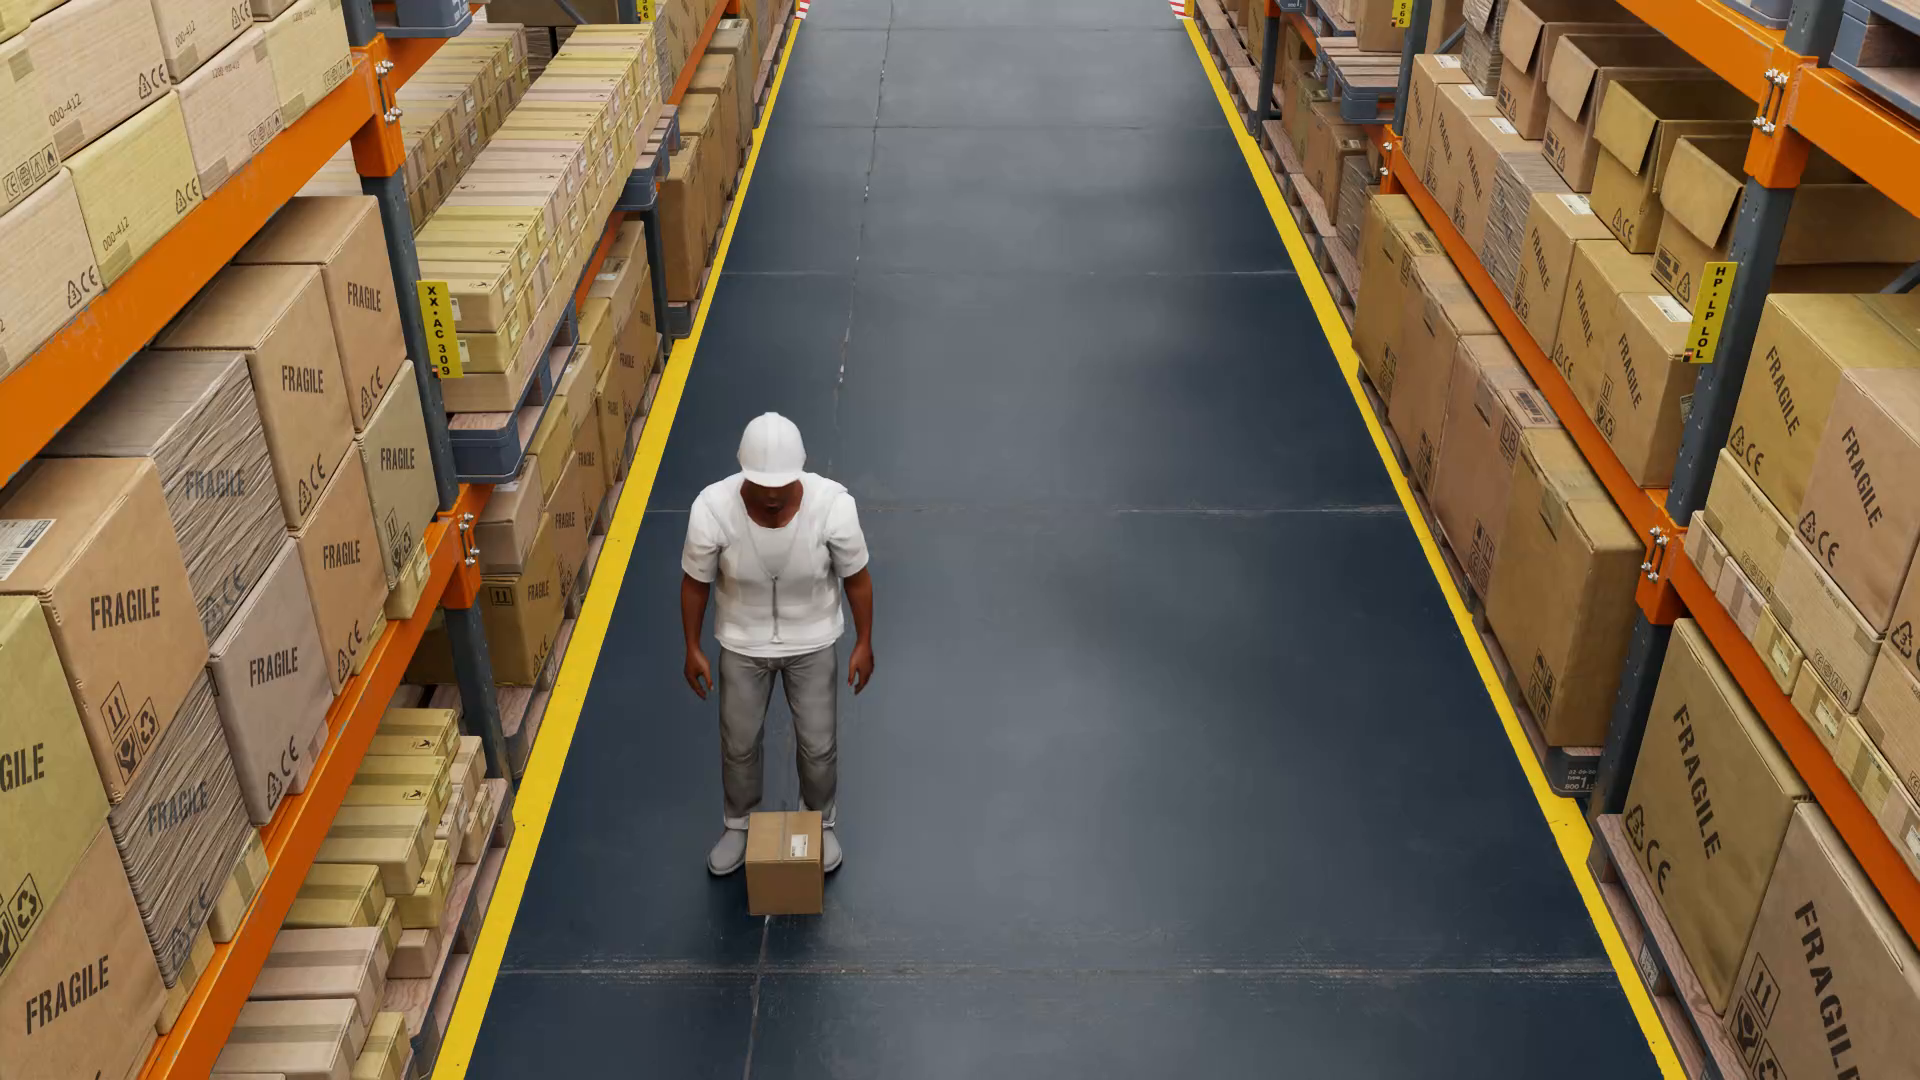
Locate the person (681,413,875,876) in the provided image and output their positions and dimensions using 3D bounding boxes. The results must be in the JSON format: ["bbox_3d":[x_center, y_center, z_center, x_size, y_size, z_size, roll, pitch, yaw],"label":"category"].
[{"bbox_3d":[-0.602,0.353,5.537,0.635,1.761,0.455,-2,31,-3],"label":"person"}]
